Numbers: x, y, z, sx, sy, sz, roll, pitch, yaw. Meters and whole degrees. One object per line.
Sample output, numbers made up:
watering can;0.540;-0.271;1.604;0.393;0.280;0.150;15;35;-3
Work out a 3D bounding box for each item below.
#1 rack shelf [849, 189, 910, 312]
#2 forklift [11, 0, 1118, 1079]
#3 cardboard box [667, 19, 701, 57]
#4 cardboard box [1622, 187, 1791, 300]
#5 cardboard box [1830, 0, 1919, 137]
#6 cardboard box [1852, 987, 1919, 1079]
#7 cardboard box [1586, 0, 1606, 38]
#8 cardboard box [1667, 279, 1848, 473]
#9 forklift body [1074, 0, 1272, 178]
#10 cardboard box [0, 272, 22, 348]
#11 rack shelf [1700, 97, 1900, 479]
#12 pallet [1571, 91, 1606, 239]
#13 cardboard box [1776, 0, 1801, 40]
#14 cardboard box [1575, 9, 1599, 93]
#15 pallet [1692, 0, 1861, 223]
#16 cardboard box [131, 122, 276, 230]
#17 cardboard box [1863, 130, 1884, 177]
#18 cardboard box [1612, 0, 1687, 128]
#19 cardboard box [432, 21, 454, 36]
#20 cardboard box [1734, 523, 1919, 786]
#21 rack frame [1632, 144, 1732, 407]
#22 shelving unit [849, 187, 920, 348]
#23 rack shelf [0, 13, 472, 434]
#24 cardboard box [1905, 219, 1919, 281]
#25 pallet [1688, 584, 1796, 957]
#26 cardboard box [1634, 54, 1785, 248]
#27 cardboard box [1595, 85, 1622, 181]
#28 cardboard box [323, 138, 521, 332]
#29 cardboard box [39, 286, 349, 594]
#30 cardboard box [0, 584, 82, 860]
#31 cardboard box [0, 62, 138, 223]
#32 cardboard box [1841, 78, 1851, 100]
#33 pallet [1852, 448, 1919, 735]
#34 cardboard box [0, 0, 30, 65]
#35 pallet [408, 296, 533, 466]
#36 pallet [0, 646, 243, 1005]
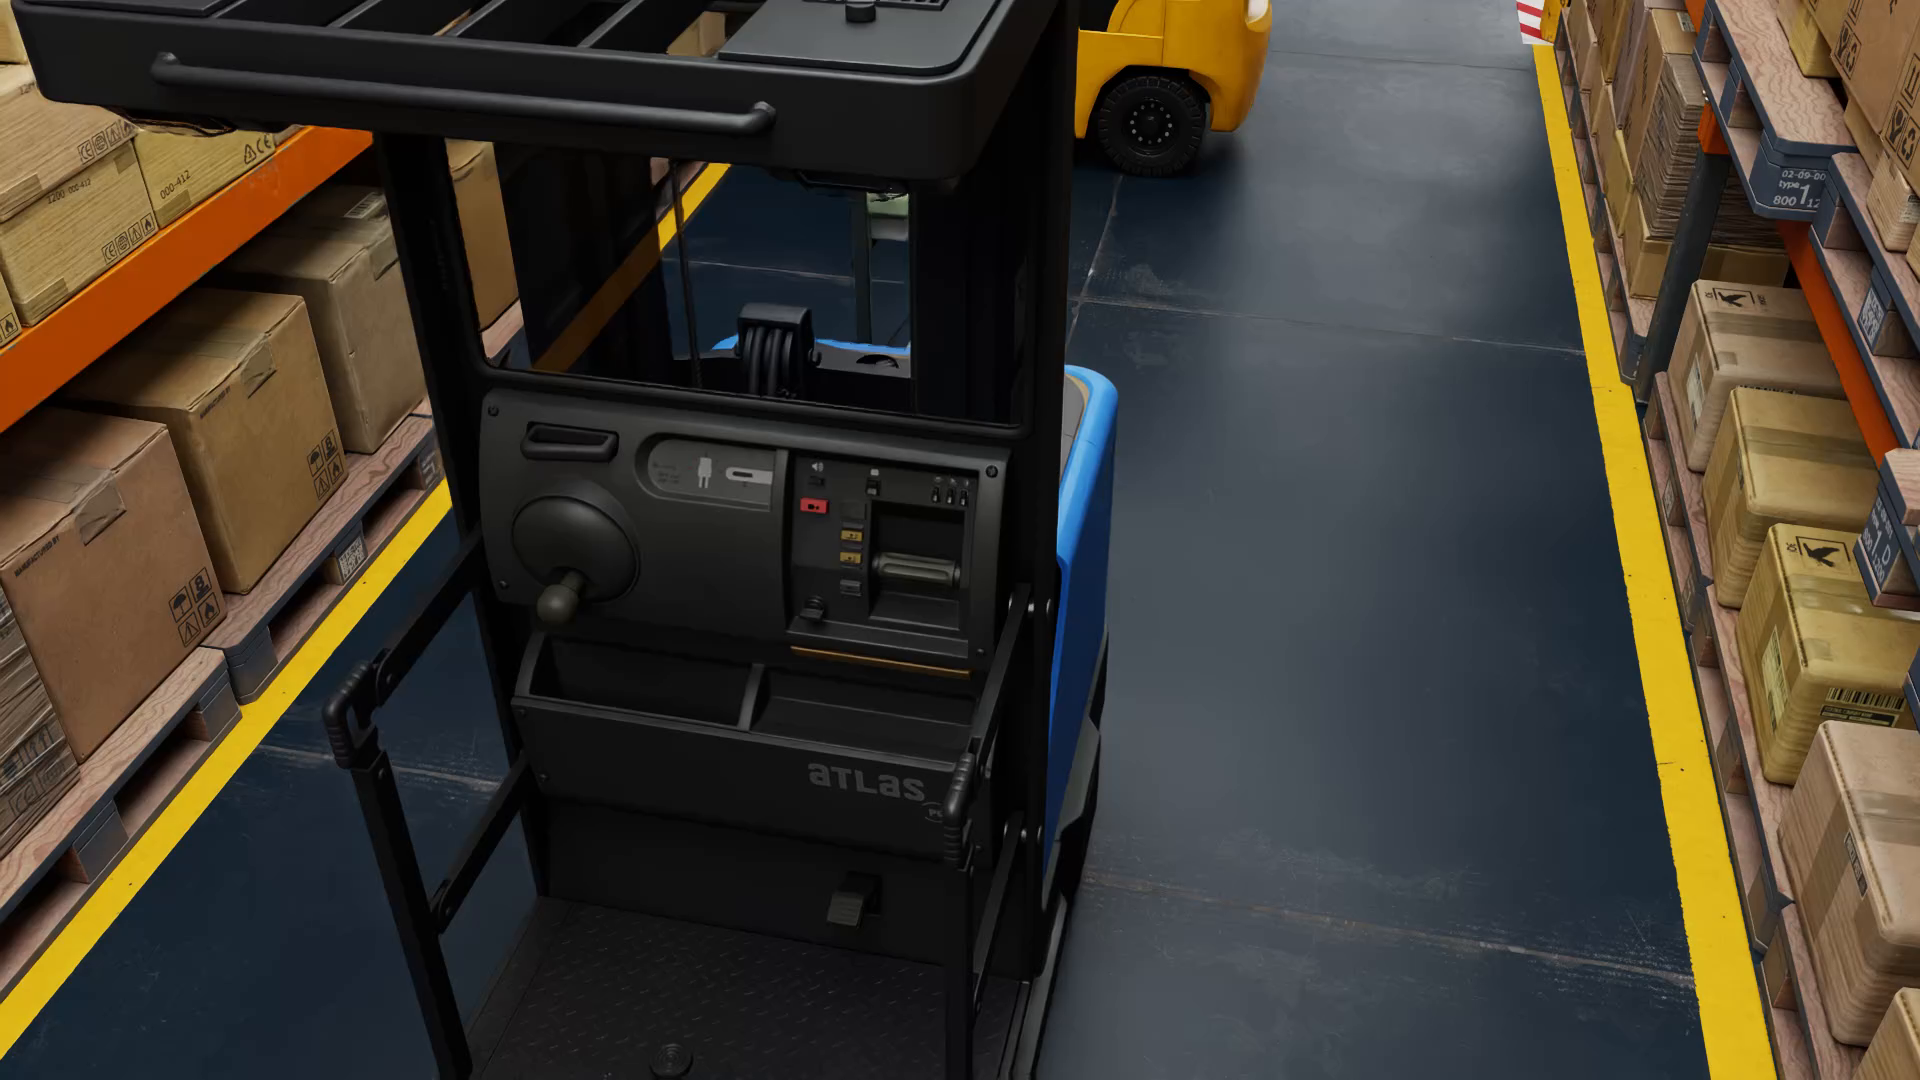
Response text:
rack shelf;0.001;-0.927;4.586;0.431;0.370;0.720;7;37;10
forklift;-0.427;0.053;2.679;1.130;2.935;3.031;7;37;10
cardboard box;-1.435;-2.073;7.114;0.500;0.250;0.500;7;37;10
cardboard box;2.768;-1.096;6.191;0.500;0.250;0.500;9;37;12
cardboard box;2.299;-1.196;3.647;0.500;0.500;0.500;7;37;10
cardboard box;2.181;1.198;2.922;0.950;0.372;0.625;5;36;7
cardboard box;3.204;-2.578;7.597;0.500;0.500;0.500;6;36;8
cardboard box;2.795;-0.471;5.226;0.950;0.372;0.625;8;37;11
forklift body;0.286;-2.920;7.446;2.313;2.155;1.214;7;37;10
cardboard box;-2.354;-0.444;3.434;0.500;0.250;0.500;7;36;9
rack shelf;2.477;-0.228;3.622;1.077;0.370;4.000;7;37;10
pallet;3.272;-1.628;7.317;1.003;0.211;1.213;7;37;10
cardboard box;2.478;-1.457;4.561;0.380;0.149;0.250;8;37;11
cardboard box;3.200;-2.297;7.848;0.500;0.250;0.500;9;37;12
pallet;2.599;-1.169;4.470;1.003;0.211;1.213;7;37;10
cardboard box;-2.138;-1.037;4.253;0.500;0.250;0.500;8;37;11
cardboard box;2.280;-0.860;3.736;0.380;0.149;0.250;8;37;10
cardboard box;2.983;-1.984;6.778;0.500;0.500;0.500;9;37;12
cardboard box;-1.900;-1.615;5.050;0.500;0.250;0.500;7;37;10
cardboard box;2.498;0.340;4.106;0.950;0.372;0.625;8;37;12
rack frame;2.904;-1.666;4.993;1.000;3.000;0.127;7;37;10
shelving unit;0.001;-0.611;4.815;0.431;1.500;0.755;7;37;10
rack shelf;-2.373;-0.848;4.478;1.077;0.370;4.000;7;37;10
cardboard box;2.144;-0.557;3.319;0.380;0.149;0.250;6;36;8
pallet;2.481;0.611;4.227;1.003;0.211;1.213;7;37;10
cardboard box;2.769;-1.399;5.971;0.500;0.500;0.500;7;36;9
cardboard box;2.985;-1.693;7.015;0.500;0.250;0.500;8;37;11
cardboard box;-2.046;-1.194;6.008;0.875;0.625;0.625;9;37;12
cardboard box;-2.378;-0.319;4.800;0.875;0.625;0.625;6;36;8
cardboard box;-2.653;0.442;3.749;0.875;0.625;0.625;8;37;11
cardboard box;-2.229;-0.943;3.697;0.500;0.250;0.500;6;36;9
cardboard box;2.430;-1.143;4.128;0.380;0.149;0.250;10;37;13
pallet;2.098;0.283;2.467;1.213;0.211;1.003;7;37;10
cardboard box;-2.179;-1.183;3.689;0.380;0.149;0.250;8;37;11
pallet;-2.065;-0.730;6.077;1.003;0.211;1.213;7;37;10
pallet;-2.586;0.669;4.147;1.003;0.211;1.213;7;37;10
